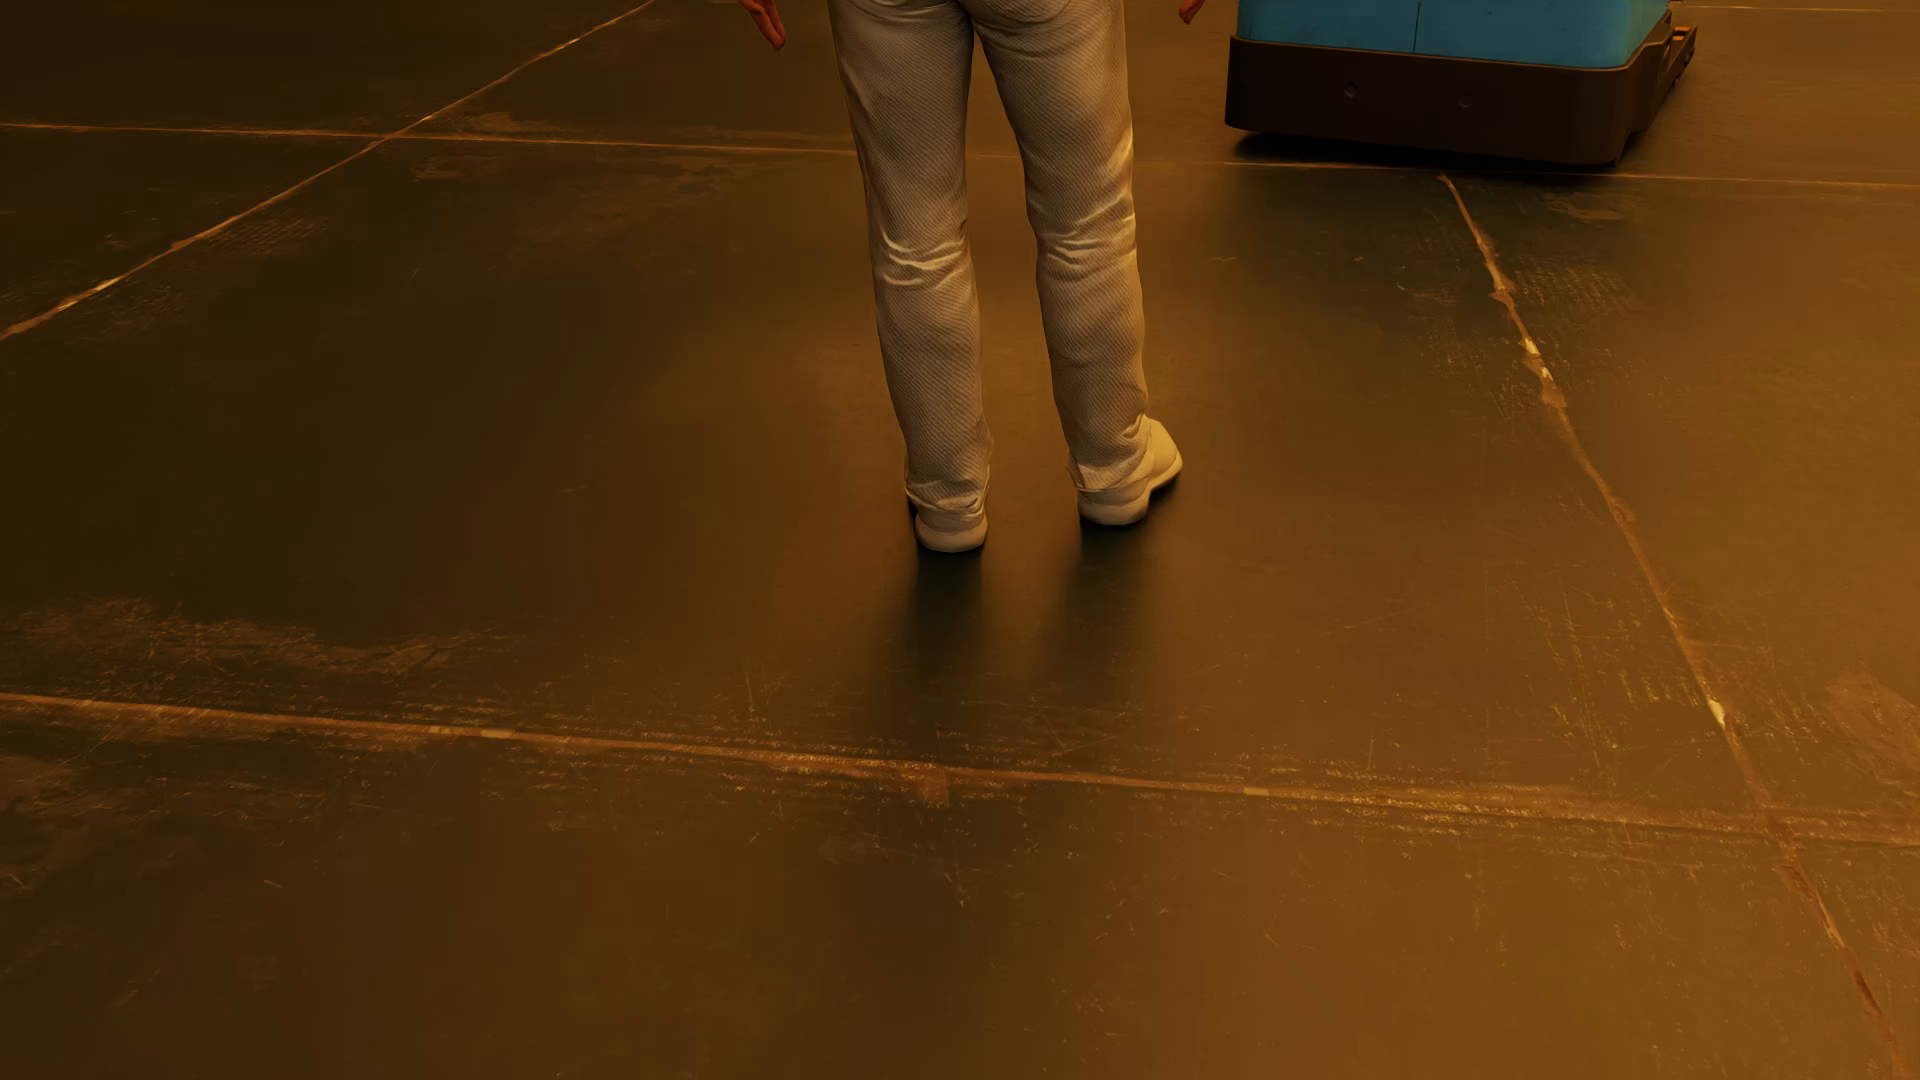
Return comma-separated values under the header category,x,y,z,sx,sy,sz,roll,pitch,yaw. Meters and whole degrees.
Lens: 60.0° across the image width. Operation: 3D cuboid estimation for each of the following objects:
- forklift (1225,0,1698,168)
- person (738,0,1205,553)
category,x,y,z,sx,sy,sz,roll,pitch,yaw
forklift,1.865,-2.901,5.032,1.130,2.935,3.031,13,29,24
person,0.015,-0.828,2.164,0.665,1.768,0.575,3,27,7
